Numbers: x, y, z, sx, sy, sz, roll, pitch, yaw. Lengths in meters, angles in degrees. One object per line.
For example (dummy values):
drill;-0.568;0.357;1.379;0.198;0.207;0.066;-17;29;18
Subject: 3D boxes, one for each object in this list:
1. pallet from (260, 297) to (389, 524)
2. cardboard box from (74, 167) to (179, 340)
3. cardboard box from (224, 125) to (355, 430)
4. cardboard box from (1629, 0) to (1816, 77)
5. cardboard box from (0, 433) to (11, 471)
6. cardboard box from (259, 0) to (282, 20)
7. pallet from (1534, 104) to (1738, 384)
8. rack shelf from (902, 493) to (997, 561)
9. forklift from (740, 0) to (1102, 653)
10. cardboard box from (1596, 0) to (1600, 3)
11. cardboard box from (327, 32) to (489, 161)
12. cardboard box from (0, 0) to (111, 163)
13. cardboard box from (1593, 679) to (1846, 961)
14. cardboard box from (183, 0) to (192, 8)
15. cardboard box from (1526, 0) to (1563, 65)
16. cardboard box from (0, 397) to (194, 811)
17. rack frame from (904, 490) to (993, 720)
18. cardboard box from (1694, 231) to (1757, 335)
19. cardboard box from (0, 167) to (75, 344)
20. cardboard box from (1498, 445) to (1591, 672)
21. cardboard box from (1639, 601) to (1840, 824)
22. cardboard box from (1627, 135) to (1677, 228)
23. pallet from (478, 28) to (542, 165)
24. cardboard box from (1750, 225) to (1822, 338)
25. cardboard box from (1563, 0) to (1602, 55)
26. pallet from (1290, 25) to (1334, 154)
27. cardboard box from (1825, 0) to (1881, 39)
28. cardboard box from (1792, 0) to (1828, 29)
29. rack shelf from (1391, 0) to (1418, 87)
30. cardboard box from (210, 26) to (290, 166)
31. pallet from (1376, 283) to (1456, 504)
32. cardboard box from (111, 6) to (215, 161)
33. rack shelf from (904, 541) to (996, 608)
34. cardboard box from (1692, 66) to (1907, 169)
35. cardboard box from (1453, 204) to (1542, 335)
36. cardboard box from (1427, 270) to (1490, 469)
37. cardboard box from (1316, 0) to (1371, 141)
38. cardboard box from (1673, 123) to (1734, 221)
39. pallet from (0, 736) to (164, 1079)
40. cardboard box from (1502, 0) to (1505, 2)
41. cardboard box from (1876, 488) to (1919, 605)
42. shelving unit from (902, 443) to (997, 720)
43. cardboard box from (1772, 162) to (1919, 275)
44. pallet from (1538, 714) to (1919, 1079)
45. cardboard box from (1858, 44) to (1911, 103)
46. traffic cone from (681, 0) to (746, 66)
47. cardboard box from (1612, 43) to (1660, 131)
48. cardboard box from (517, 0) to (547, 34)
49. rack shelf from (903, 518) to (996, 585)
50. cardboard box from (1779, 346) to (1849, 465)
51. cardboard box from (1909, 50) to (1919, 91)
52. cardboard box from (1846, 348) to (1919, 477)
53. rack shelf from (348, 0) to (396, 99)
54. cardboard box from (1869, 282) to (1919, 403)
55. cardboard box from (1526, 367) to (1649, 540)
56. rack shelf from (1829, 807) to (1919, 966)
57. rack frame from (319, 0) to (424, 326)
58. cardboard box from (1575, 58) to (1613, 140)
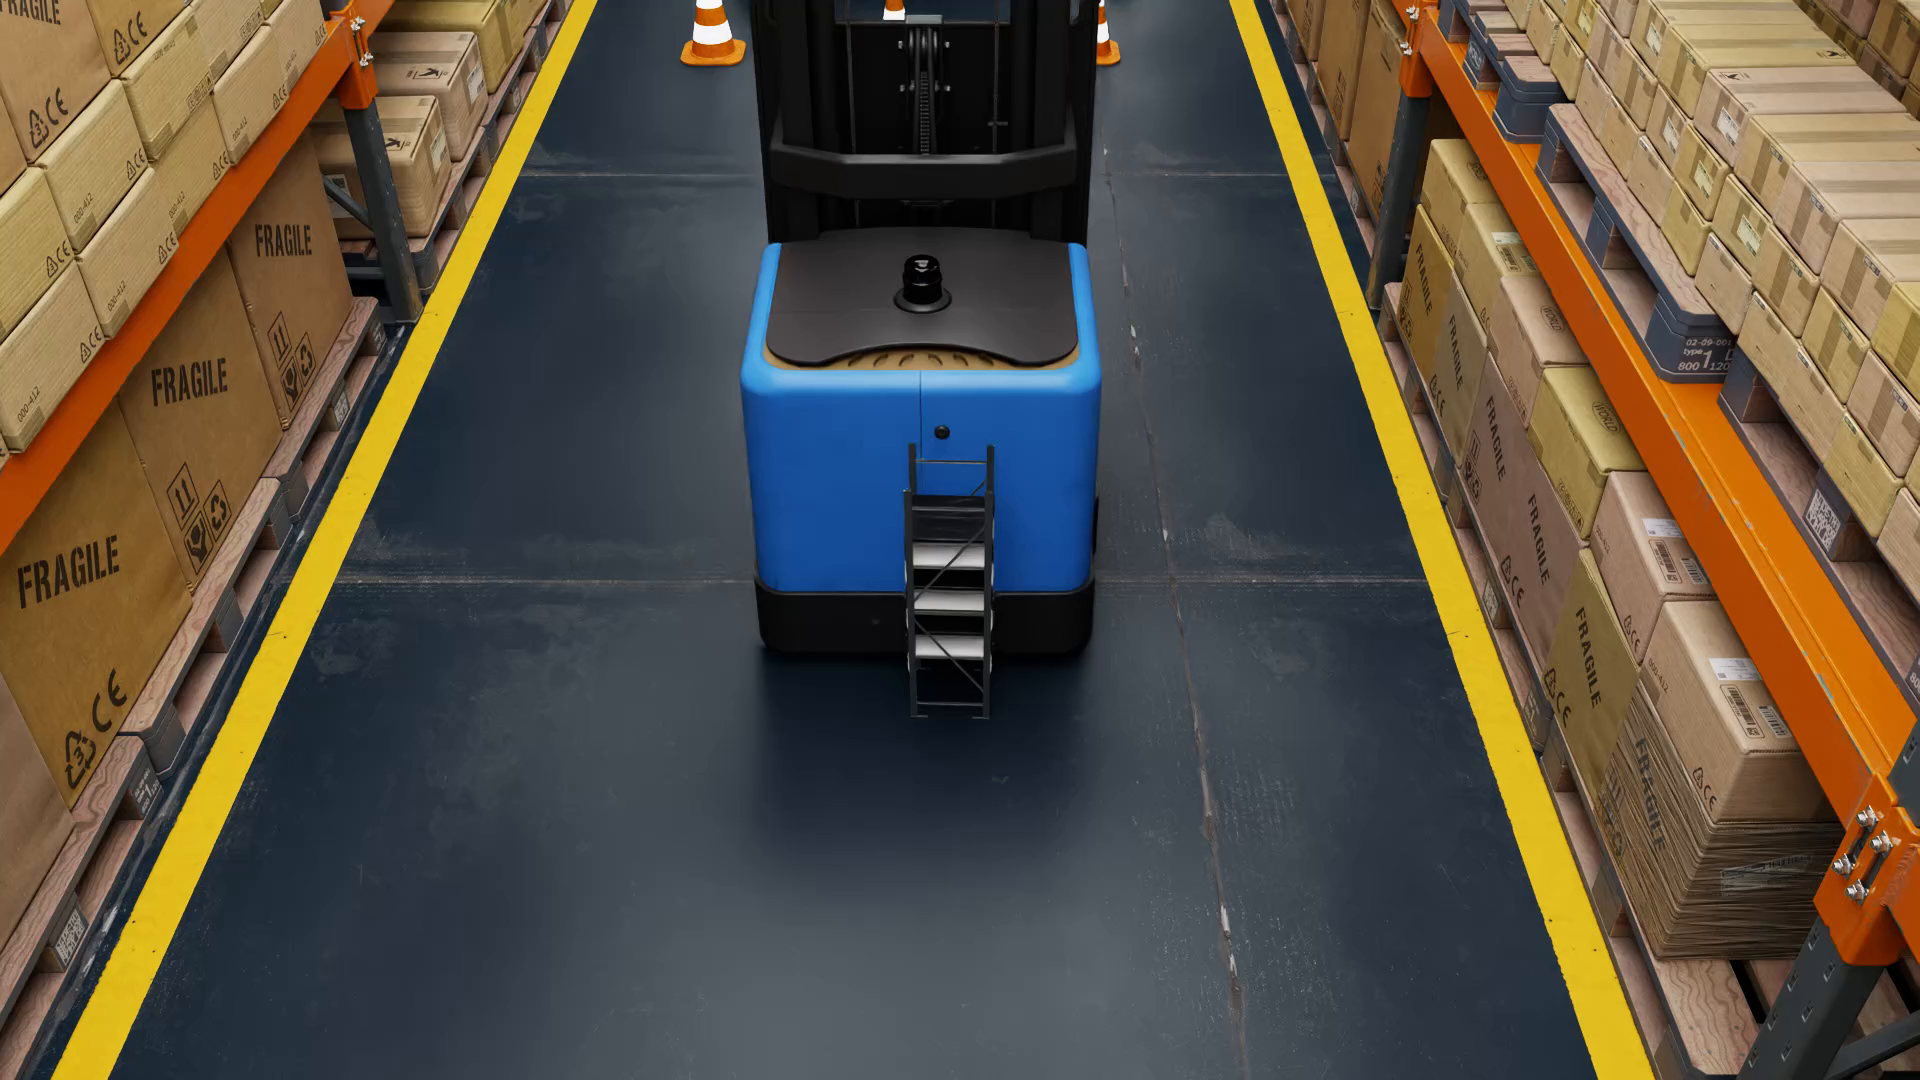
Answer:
pallet;-2.813;-0.512;6.220;1.003;0.211;1.213;0;39;0
cardboard box;-2.448;-0.765;4.426;0.500;0.250;0.500;-1;39;-1
cardboard box;-2.821;-0.996;5.957;0.875;0.875;0.875;0;39;0
cardboard box;2.021;-1.347;4.421;0.380;0.149;0.250;1;39;1
cardboard box;-2.472;-0.132;3.636;0.500;0.250;0.500;-1;39;-1
cardboard box;-2.484;-1.927;5.476;0.500;0.250;0.500;0;39;0
pallet;2.255;-0.847;4.562;1.003;0.211;1.213;0;39;0
rack shelf;-0.028;-0.039;4.693;0.258;0.077;0.200;1;42;2
forklift;-0.110;-1.682;5.506;1.130;2.935;3.031;0;39;0
cardboard box;2.017;-1.682;4.839;0.380;0.149;0.250;-2;39;-2
cardboard box;-2.738;-2.046;7.670;0.950;0.372;0.625;-1;39;-1
cardboard box;-2.480;-1.251;4.033;0.500;0.500;0.500;-1;39;-1
cardboard box;1.963;0.690;4.153;0.500;0.500;0.500;-1;39;-1
cardboard box;-2.467;-1.878;4.816;0.500;0.500;0.500;1;39;1
cardboard box;2.011;-1.609;5.224;0.380;0.149;0.250;2;39;2
cardboard box;-2.823;0.121;4.564;0.875;0.875;0.875;1;39;1
rack frame;-0.031;0.206;4.774;0.240;0.900;0.006;1;42;2
cardboard box;2.012;-0.621;3.992;0.380;0.149;0.250;-2;39;-2
cardboard box;-2.455;-0.645;3.877;0.500;0.250;0.500;0;39;1
cardboard box;1.967;0.049;4.953;0.500;0.500;0.500;-1;39;-1
cardboard box;1.962;0.395;3.922;0.500;0.250;0.500;-1;39;-1
cardboard box;2.013;-0.954;4.407;0.380;0.149;0.250;-1;39;-2
pallet;-2.736;-2.255;8.395;1.003;0.211;1.213;0;39;0
cardboard box;2.015;-0.580;3.702;0.380;0.149;0.250;-1;39;-2
cardboard box;2.018;-1.545;4.907;0.380;0.149;0.250;0;39;0
pallet;2.287;-2.326;8.483;1.003;0.211;1.213;0;39;0
cardboard box;2.667;-1.513;4.629;0.380;0.149;0.250;0;39;0
cardboard box;2.672;-1.545;4.907;0.380;0.149;0.250;0;39;0
rack shelf;2.209;-3.130;7.832;1.077;0.370;4.000;0;39;0
cardboard box;-2.462;-1.399;5.217;0.500;0.250;0.500;1;39;1
pallet;2.211;-0.583;6.309;1.003;0.211;1.213;0;39;0
cardboard box;-2.459;-1.286;4.676;0.500;0.250;0.500;-1;39;-1
rack shelf;-0.027;0.096;4.813;0.258;0.077;0.200;1;42;2
cardboard box;2.020;-1.022;4.016;0.380;0.149;0.250;-2;39;-2
cardboard box;1.971;-0.892;5.528;0.500;0.250;0.500;0;39;-1
cardboard box;1.961;-0.591;5.752;0.500;0.500;0.500;0;39;0
cardboard box;2.296;-2.373;7.776;1.050;0.750;0.750;1;39;1
cardboard box;2.013;-0.913;4.118;0.380;0.149;0.250;0;39;0
pallet;-2.810;1.014;4.316;1.003;0.211;1.213;0;39;0
cardboard box;2.010;-1.946;5.644;0.380;0.149;0.250;-1;39;-1
cardboard box;2.018;0.028;3.182;0.380;0.149;0.250;-1;39;-1
shelving unit;-0.027;0.138;4.850;0.258;0.900;0.210;1;42;2
cardboard box;2.020;-0.701;3.616;0.380;0.149;0.250;0;39;0
pallet;2.214;0.943;4.405;1.003;0.211;1.213;0;39;0
cardboard box;2.671;-1.226;4.509;0.380;0.149;0.250;1;39;1
traffic cone;-1.342;-2.830;8.911;0.336;0.463;0.334;0;39;0
cardboard box;2.014;-1.234;4.518;0.380;0.149;0.250;0;39;0
cardboard box;-2.736;-2.955;8.805;0.950;0.372;0.625;2;39;3
rack shelf;-0.028;0.028;4.753;0.258;0.077;0.200;1;42;2
cardboard box;2.018;-0.291;3.579;0.380;0.149;0.250;0;39;0
cardboard box;2.669;-1.180;4.213;0.380;0.149;0.250;1;39;1
cardboard box;2.017;-0.254;3.295;0.380;0.149;0.250;0;39;0
rack shelf;-2.741;-3.063;7.749;1.077;0.370;4.000;0;39;0
cardboard box;2.019;-0.375;3.209;0.380;0.149;0.250;-1;39;-1
cardboard box;1.960;-0.257;4.736;0.500;0.250;0.500;-2;39;-2
rack shelf;2.218;1.873;1.589;1.077;0.370;4.000;0;39;0
rack frame;-2.738;-2.093;5.963;1.000;3.000;0.127;0;39;0
cardboard box;2.016;-1.274;4.806;0.380;0.149;0.250;1;39;1
